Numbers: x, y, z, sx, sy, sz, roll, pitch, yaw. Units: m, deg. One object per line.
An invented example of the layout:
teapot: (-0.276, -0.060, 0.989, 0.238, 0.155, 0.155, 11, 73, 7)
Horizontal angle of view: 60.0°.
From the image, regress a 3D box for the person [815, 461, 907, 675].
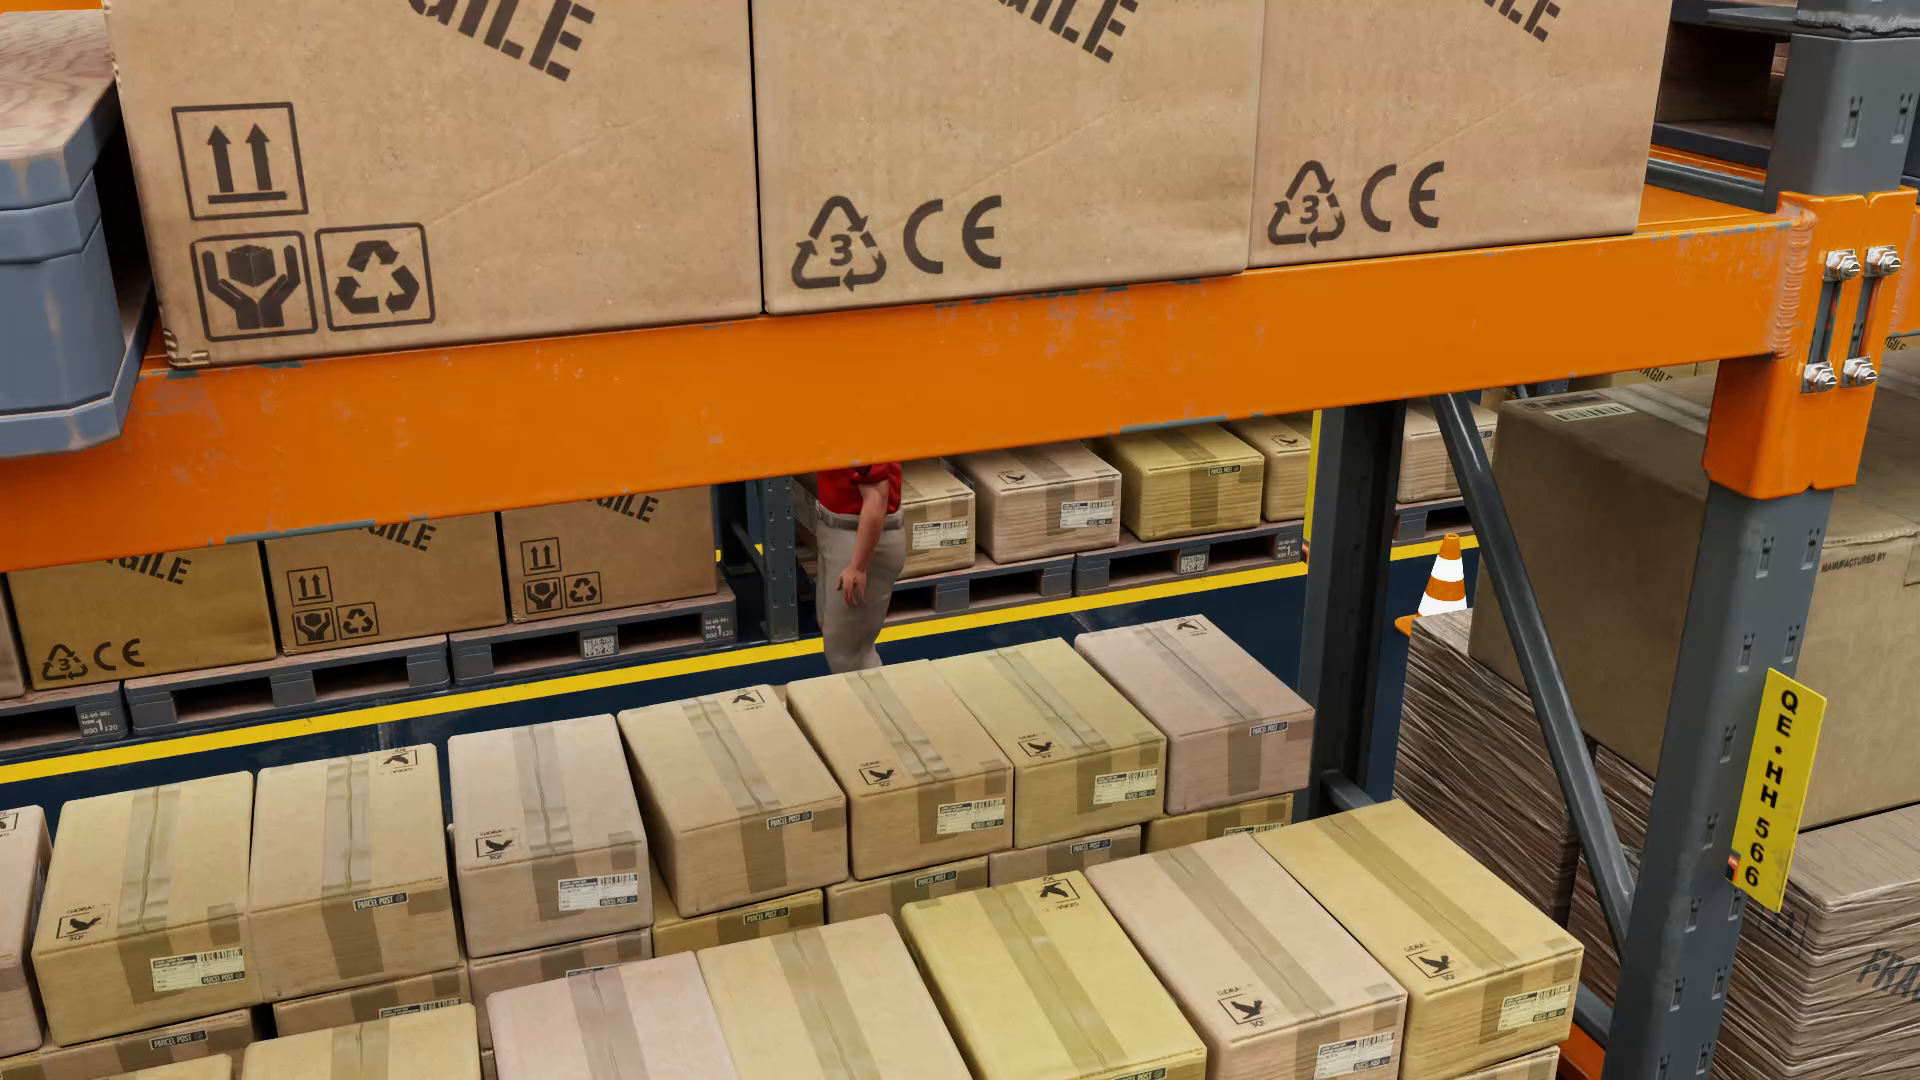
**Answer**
person: (-0.402, 0.014, 6.077, 0.392, 1.725, 0.590, -4, 23, -10)
